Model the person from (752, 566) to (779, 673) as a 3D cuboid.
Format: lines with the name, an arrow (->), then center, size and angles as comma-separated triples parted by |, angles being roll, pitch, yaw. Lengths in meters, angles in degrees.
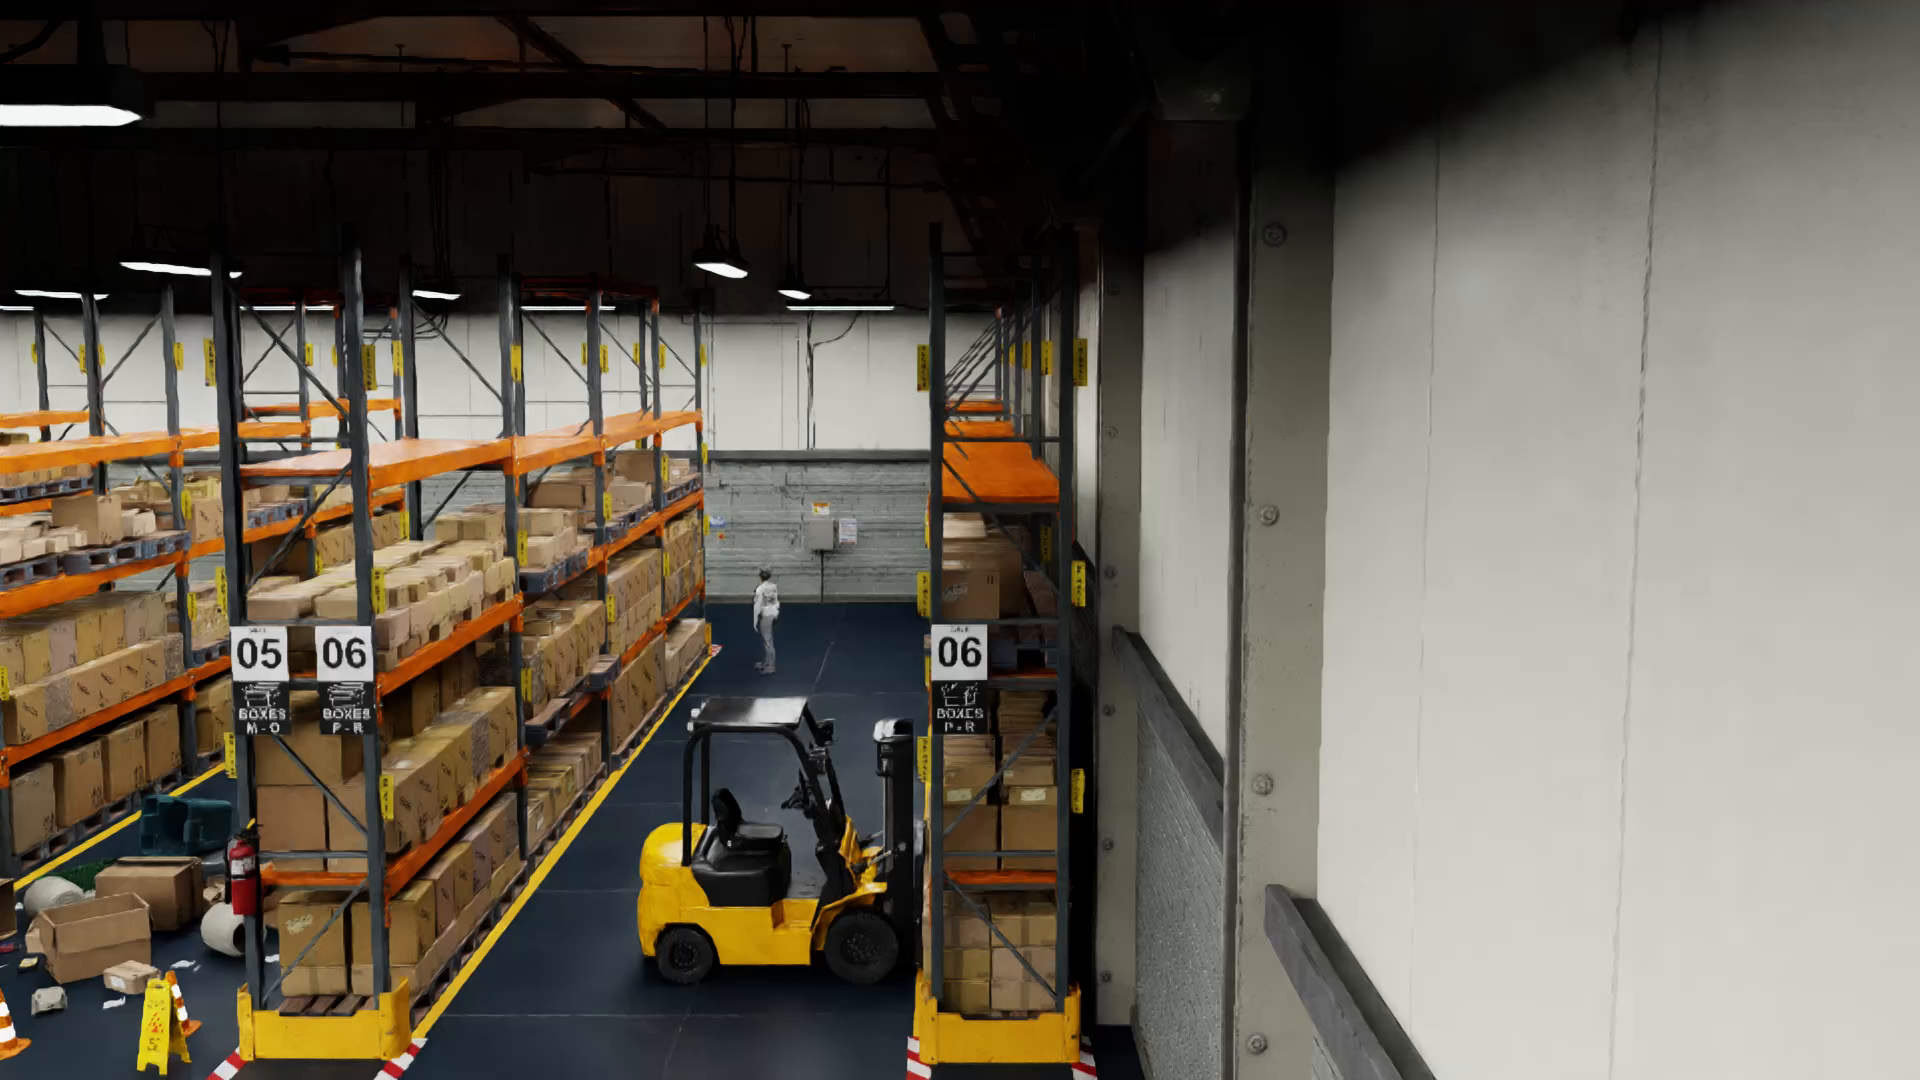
person -> -3.093, 1.247, 26.409 | 0.539, 1.665, 0.573 | 4, 8, 28
